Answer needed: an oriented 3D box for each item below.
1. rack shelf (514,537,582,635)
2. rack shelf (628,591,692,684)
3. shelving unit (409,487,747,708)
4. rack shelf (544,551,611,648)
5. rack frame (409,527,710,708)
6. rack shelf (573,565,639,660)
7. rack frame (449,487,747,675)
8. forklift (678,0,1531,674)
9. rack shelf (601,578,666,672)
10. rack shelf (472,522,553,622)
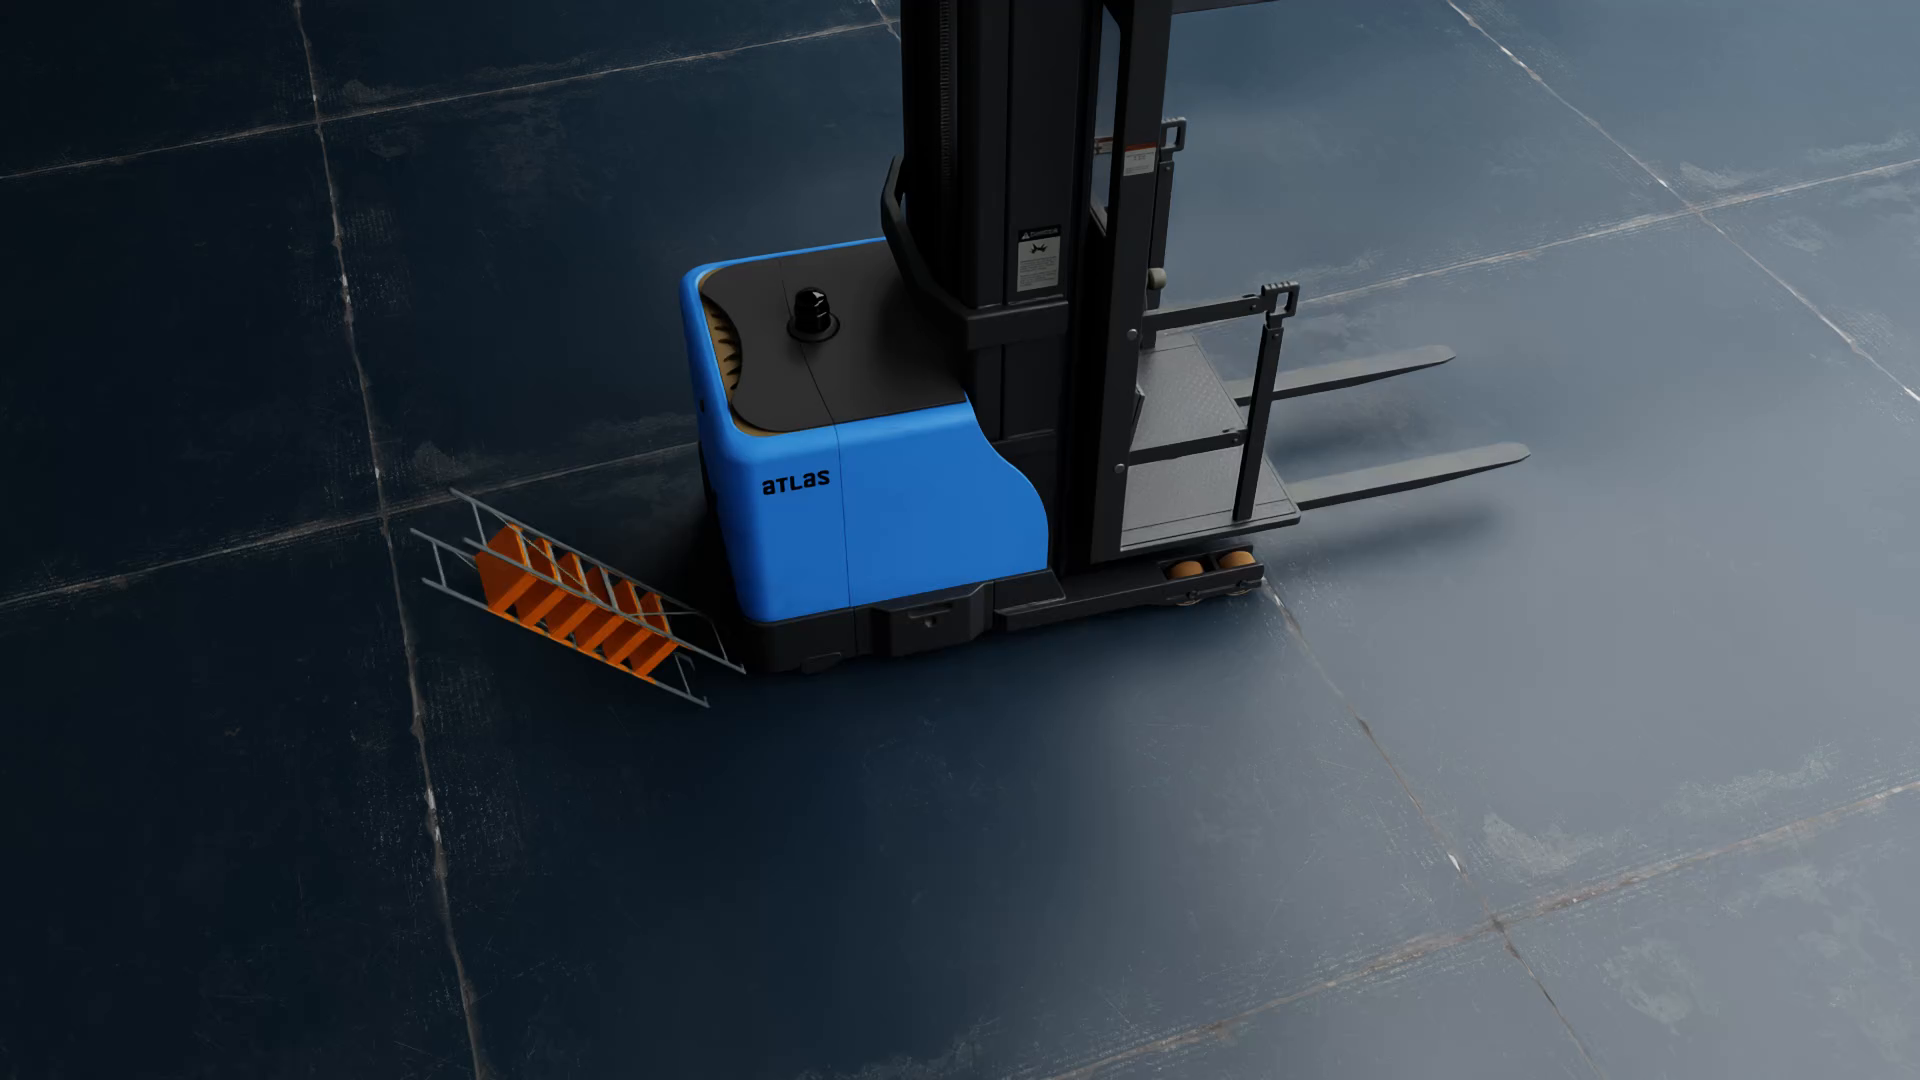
[{"bbox_3d":[-1.296,0.135,5.154,0.180,0.103,0.258,-42,48,14],"label":"rack shelf"},{"bbox_3d":[-1.018,0.315,5.501,0.180,0.103,0.258,-42,48,14],"label":"rack shelf"},{"bbox_3d":[-1.183,0.209,5.295,0.189,1.200,0.258,-42,48,14],"label":"shelving unit"},{"bbox_3d":[-1.227,0.180,5.241,0.180,0.103,0.258,-42,48,14],"label":"rack shelf"},{"bbox_3d":[-1.249,0.268,5.318,0.006,1.200,0.240,-42,48,14],"label":"rack frame"},{"bbox_3d":[-1.157,0.225,5.327,0.180,0.103,0.258,-42,48,14],"label":"rack shelf"},{"bbox_3d":[-1.117,0.149,5.273,0.006,1.200,0.240,-42,48,14],"label":"rack frame"},{"bbox_3d":[0.603,-1.150,5.326,3.031,2.935,1.130,-11,46,-11],"label":"forklift"},{"bbox_3d":[-1.087,0.270,5.414,0.180,0.103,0.258,-42,48,14],"label":"rack shelf"},{"bbox_3d":[-1.366,0.090,5.067,0.180,0.103,0.258,-42,48,14],"label":"rack shelf"}]
